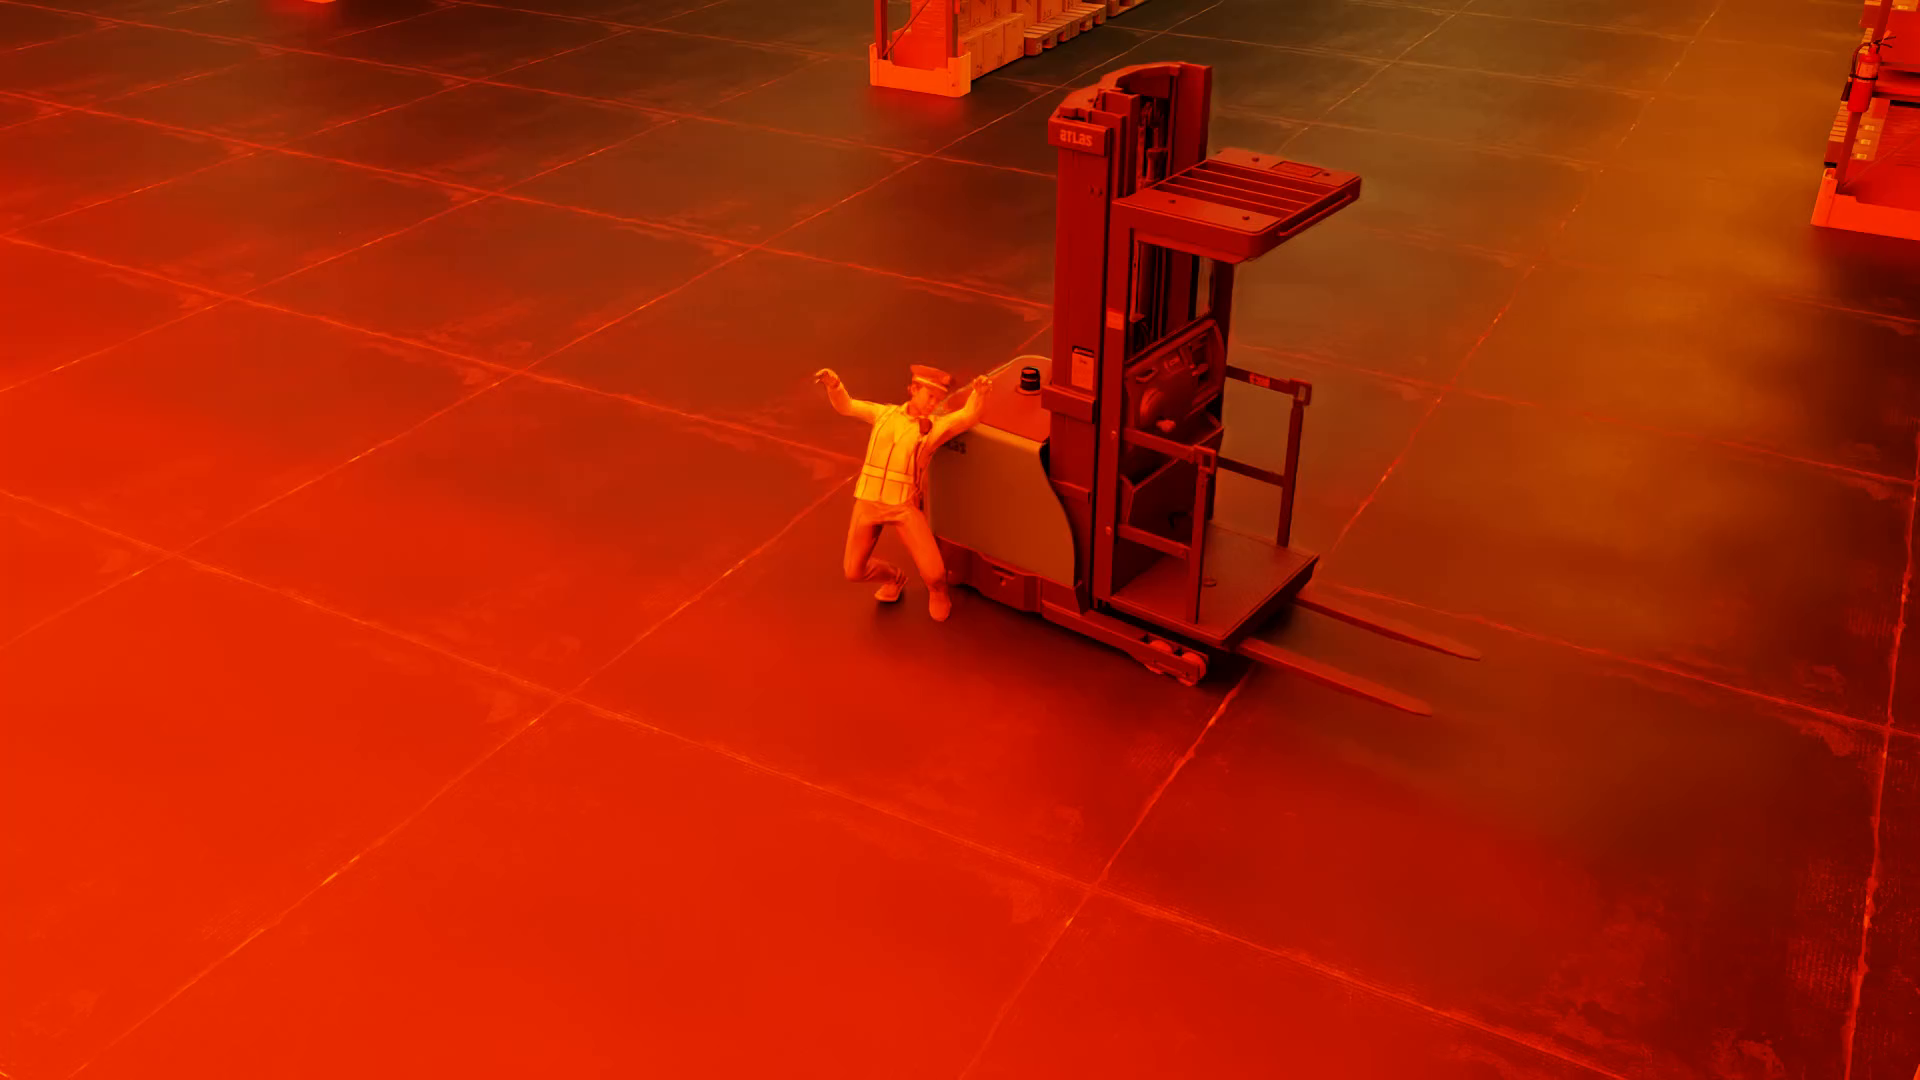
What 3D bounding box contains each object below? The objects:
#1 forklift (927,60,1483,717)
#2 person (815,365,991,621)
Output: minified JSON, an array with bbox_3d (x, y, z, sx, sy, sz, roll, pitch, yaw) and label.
[{"bbox_3d":[1.279,-0.812,8.477,3.031,2.935,1.130,21,36,32],"label":"forklift"},{"bbox_3d":[-0.233,-0.280,8.959,0.882,1.536,0.759,10,32,17],"label":"person"}]
